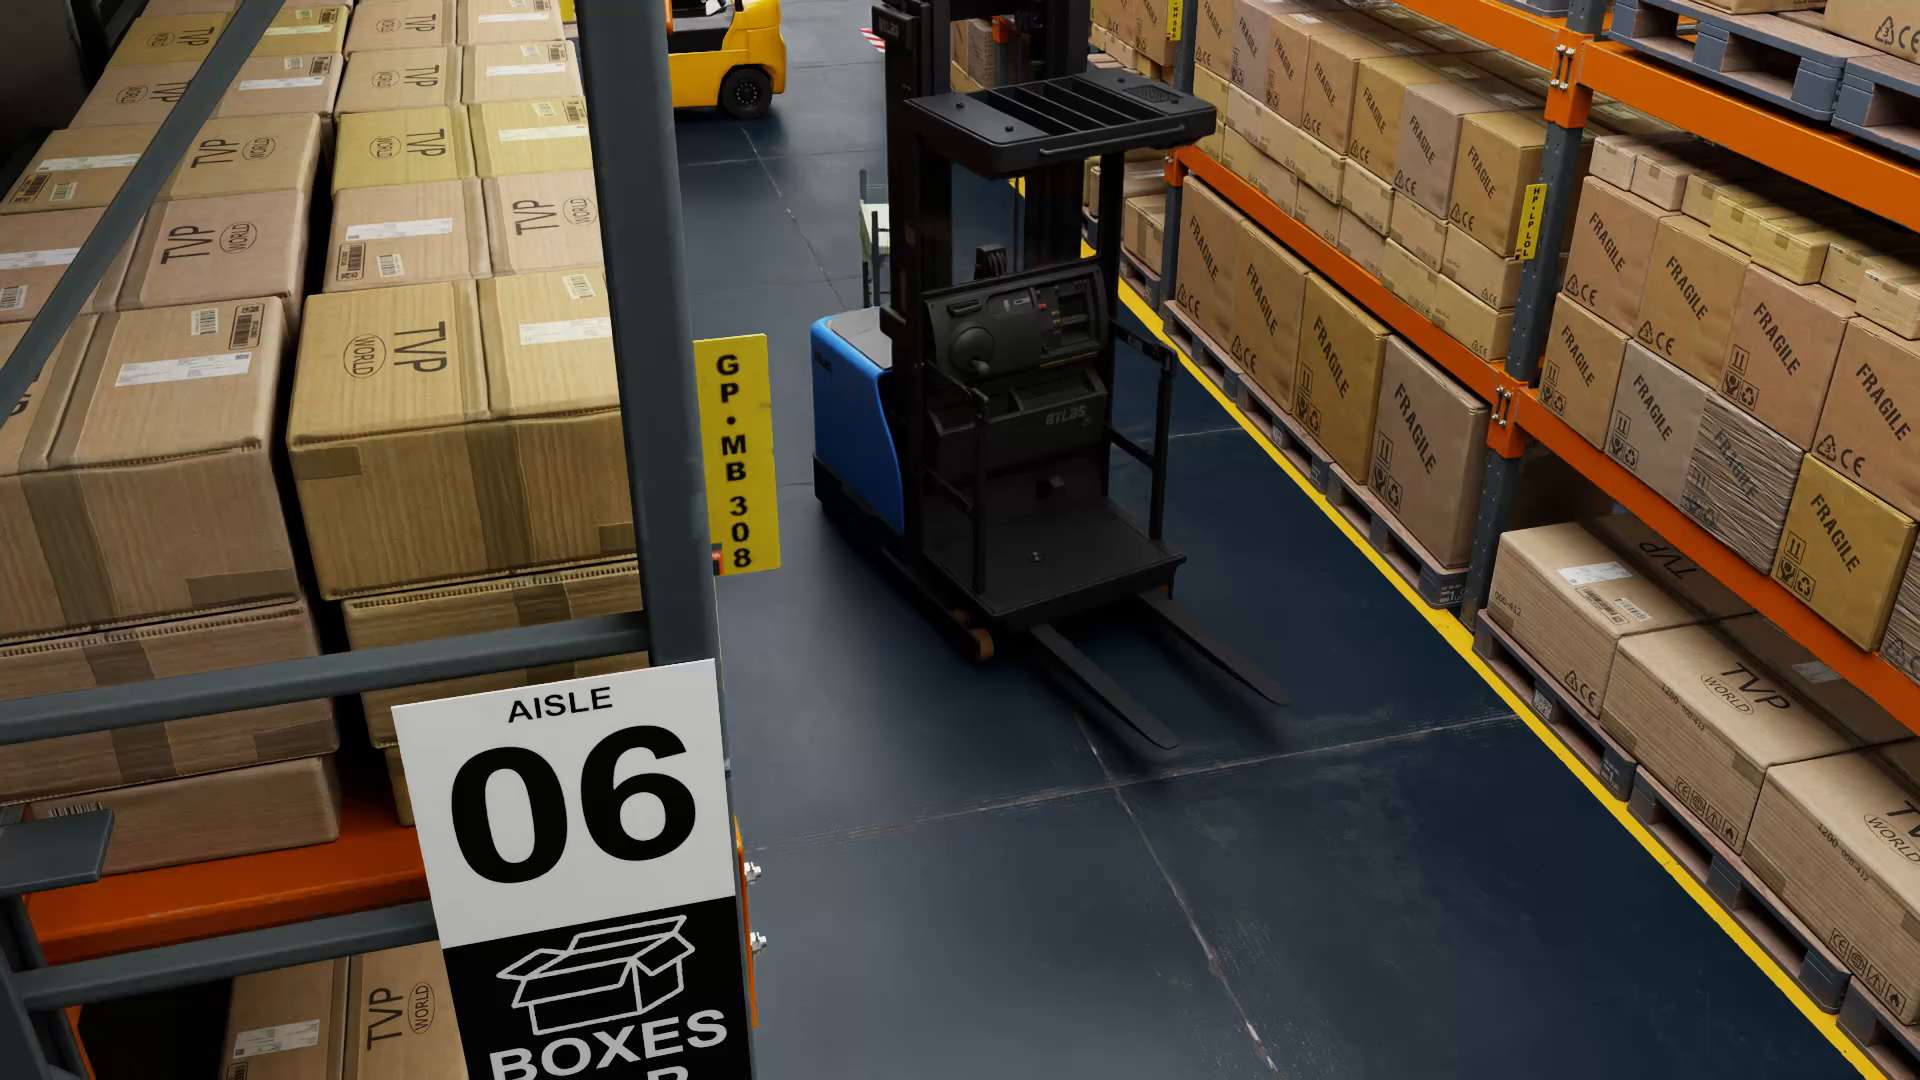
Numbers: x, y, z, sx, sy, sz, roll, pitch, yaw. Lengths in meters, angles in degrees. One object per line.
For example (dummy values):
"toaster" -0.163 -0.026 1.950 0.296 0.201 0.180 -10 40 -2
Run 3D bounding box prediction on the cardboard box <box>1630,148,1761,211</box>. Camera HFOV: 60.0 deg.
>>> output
"cardboard box" 2.837 -1.392 6.416 0.380 0.149 0.250 -7 31 -13

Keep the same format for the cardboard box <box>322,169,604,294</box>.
"cardboard box" -0.796 -0.425 2.849 0.500 0.250 0.500 -8 31 -14

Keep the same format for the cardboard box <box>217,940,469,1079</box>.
"cardboard box" -1.317 1.150 3.622 0.500 0.250 0.500 -8 31 -13

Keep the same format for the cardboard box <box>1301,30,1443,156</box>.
"cardboard box" 2.147 -2.347 8.713 0.500 0.500 0.500 -7 31 -12

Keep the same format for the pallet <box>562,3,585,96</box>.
"pallet" -1.970 -1.824 6.099 1.213 0.211 1.003 -8 31 -13

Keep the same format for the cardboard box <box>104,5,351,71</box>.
"cardboard box" -1.720 -1.090 3.999 0.500 0.250 0.500 -8 31 -14

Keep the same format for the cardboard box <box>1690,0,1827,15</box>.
"cardboard box" 2.873 -2.199 5.941 0.500 0.500 0.500 -7 31 -12

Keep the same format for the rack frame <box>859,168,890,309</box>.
"rack frame" -0.367 -1.455 9.766 0.400 1.500 0.023 -4 30 -7

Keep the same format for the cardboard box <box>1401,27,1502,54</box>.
"cardboard box" 2.644 -2.404 8.812 0.500 0.500 0.500 -8 31 -14

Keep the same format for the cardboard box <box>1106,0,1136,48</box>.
"cardboard box" 1.322 -3.661 11.264 0.500 0.500 0.500 -8 31 -14

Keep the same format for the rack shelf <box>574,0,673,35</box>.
"rack shelf" -1.334 -1.600 3.253 1.077 0.370 4.000 -8 31 -13

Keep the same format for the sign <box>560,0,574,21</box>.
"sign" -1.344 -1.880 5.494 0.100 0.325 0.005 -8 31 -13

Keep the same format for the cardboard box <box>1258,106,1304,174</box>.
"cardboard box" 2.011 -2.258 9.307 0.500 0.250 0.500 -8 31 -13

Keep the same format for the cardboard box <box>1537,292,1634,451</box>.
"cardboard box" 2.792 -0.726 6.910 0.500 0.500 0.500 -7 31 -12

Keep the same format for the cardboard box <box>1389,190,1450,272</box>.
"cardboard box" 2.428 -1.517 8.027 0.500 0.250 0.500 -7 31 -12

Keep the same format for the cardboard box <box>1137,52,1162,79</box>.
"cardboard box" 1.403 -3.196 11.109 0.380 0.149 0.250 -7 31 -13

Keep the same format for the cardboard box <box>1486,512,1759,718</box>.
"cardboard box" 2.983 0.301 7.375 0.875 0.438 0.875 -8 31 -14

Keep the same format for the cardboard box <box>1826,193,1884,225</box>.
"cardboard box" 3.415 -1.211 6.103 0.380 0.149 0.250 -8 31 -14

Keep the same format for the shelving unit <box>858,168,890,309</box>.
"shelving unit" -0.318 -1.273 9.452 0.431 1.500 0.755 -4 30 -7

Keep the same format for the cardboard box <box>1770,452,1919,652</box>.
"cardboard box" 3.184 0.008 5.643 0.500 0.500 0.500 -7 31 -12

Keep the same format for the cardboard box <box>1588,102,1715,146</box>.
"cardboard box" 3.080 -1.671 7.545 0.500 0.500 0.500 -7 31 -13

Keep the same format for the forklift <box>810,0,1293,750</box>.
"forklift" 0.381 -0.958 7.478 1.130 2.935 3.031 -16 34 -26

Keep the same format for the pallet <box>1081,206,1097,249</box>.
"pallet" 1.332 -2.635 13.092 1.003 0.211 1.213 -8 31 -13

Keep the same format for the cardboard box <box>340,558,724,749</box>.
"cardboard box" -0.658 0.037 2.550 0.500 0.250 0.500 -8 31 -14

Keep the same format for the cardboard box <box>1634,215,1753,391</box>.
"cardboard box" 2.941 -0.913 6.235 0.500 0.500 0.500 -8 31 -14

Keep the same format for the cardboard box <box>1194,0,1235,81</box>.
"cardboard box" 1.753 -3.081 9.981 0.500 0.500 0.500 -9 31 -15

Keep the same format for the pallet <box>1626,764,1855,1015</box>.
"pallet" 3.373 1.231 6.413 1.003 0.211 1.213 -8 31 -13

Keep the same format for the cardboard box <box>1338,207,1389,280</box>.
"cardboard box" 2.308 -1.555 8.591 0.500 0.250 0.500 -9 31 -15

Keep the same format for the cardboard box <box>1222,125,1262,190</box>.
"cardboard box" 1.899 -2.296 9.872 0.500 0.250 0.500 -9 31 -15

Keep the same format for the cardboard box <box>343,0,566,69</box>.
"cardboard box" -1.229 -1.159 4.118 0.500 0.250 0.500 -7 31 -12

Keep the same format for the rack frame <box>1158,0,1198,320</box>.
"rack frame" 1.858 -2.876 10.725 1.000 3.000 0.127 -8 31 -13

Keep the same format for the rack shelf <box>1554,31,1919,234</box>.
"rack shelf" 3.451 -0.965 5.147 1.077 0.370 4.000 -8 31 -13

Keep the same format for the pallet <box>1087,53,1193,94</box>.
"pallet" 1.566 -3.123 11.343 1.213 0.211 1.003 -8 31 -13

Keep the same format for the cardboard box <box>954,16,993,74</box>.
"cardboard box" 0.244 -4.620 15.314 0.500 0.500 0.500 -7 31 -12

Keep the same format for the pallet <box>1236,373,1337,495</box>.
"pallet" 2.315 -0.690 9.732 1.003 0.211 1.213 -8 31 -13

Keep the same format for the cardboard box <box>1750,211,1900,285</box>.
"cardboard box" 2.995 -1.014 5.762 0.380 0.149 0.250 -9 31 -15

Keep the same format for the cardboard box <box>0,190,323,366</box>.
"cardboard box" -1.328 -0.358 2.733 0.500 0.250 0.500 -9 31 -15

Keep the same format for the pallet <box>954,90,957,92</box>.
"pallet" 0.584 -3.921 15.313 1.003 0.211 1.213 -8 31 -13

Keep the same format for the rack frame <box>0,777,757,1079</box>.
"rack frame" -0.803 1.650 2.906 1.000 3.000 0.127 -8 31 -13

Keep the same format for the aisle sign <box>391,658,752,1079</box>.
"aisle sign" -0.502 0.518 2.265 0.394 0.787 0.004 -8 31 -13

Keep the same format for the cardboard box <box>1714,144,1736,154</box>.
"cardboard box" 3.308 -1.594 6.765 0.380 0.149 0.250 -8 31 -14

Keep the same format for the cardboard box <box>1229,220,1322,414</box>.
"cardboard box" 2.194 -1.362 9.811 0.875 0.875 0.875 -7 31 -13

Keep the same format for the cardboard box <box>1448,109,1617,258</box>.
"cardboard box" 2.559 -1.603 7.426 0.500 0.500 0.500 -7 31 -12

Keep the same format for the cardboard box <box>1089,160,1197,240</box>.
"cardboard box" 1.514 -2.550 12.365 0.950 0.372 0.625 -8 31 -14

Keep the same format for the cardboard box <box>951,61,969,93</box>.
"cardboard box" 0.229 -4.305 15.520 0.500 0.250 0.500 -9 31 -15

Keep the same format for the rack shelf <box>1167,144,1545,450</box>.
"rack shelf" 2.389 -1.599 9.236 1.077 0.370 4.000 -8 31 -13

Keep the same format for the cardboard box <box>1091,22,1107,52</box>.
"cardboard box" 1.147 -3.565 11.747 0.380 0.149 0.250 -7 31 -12
